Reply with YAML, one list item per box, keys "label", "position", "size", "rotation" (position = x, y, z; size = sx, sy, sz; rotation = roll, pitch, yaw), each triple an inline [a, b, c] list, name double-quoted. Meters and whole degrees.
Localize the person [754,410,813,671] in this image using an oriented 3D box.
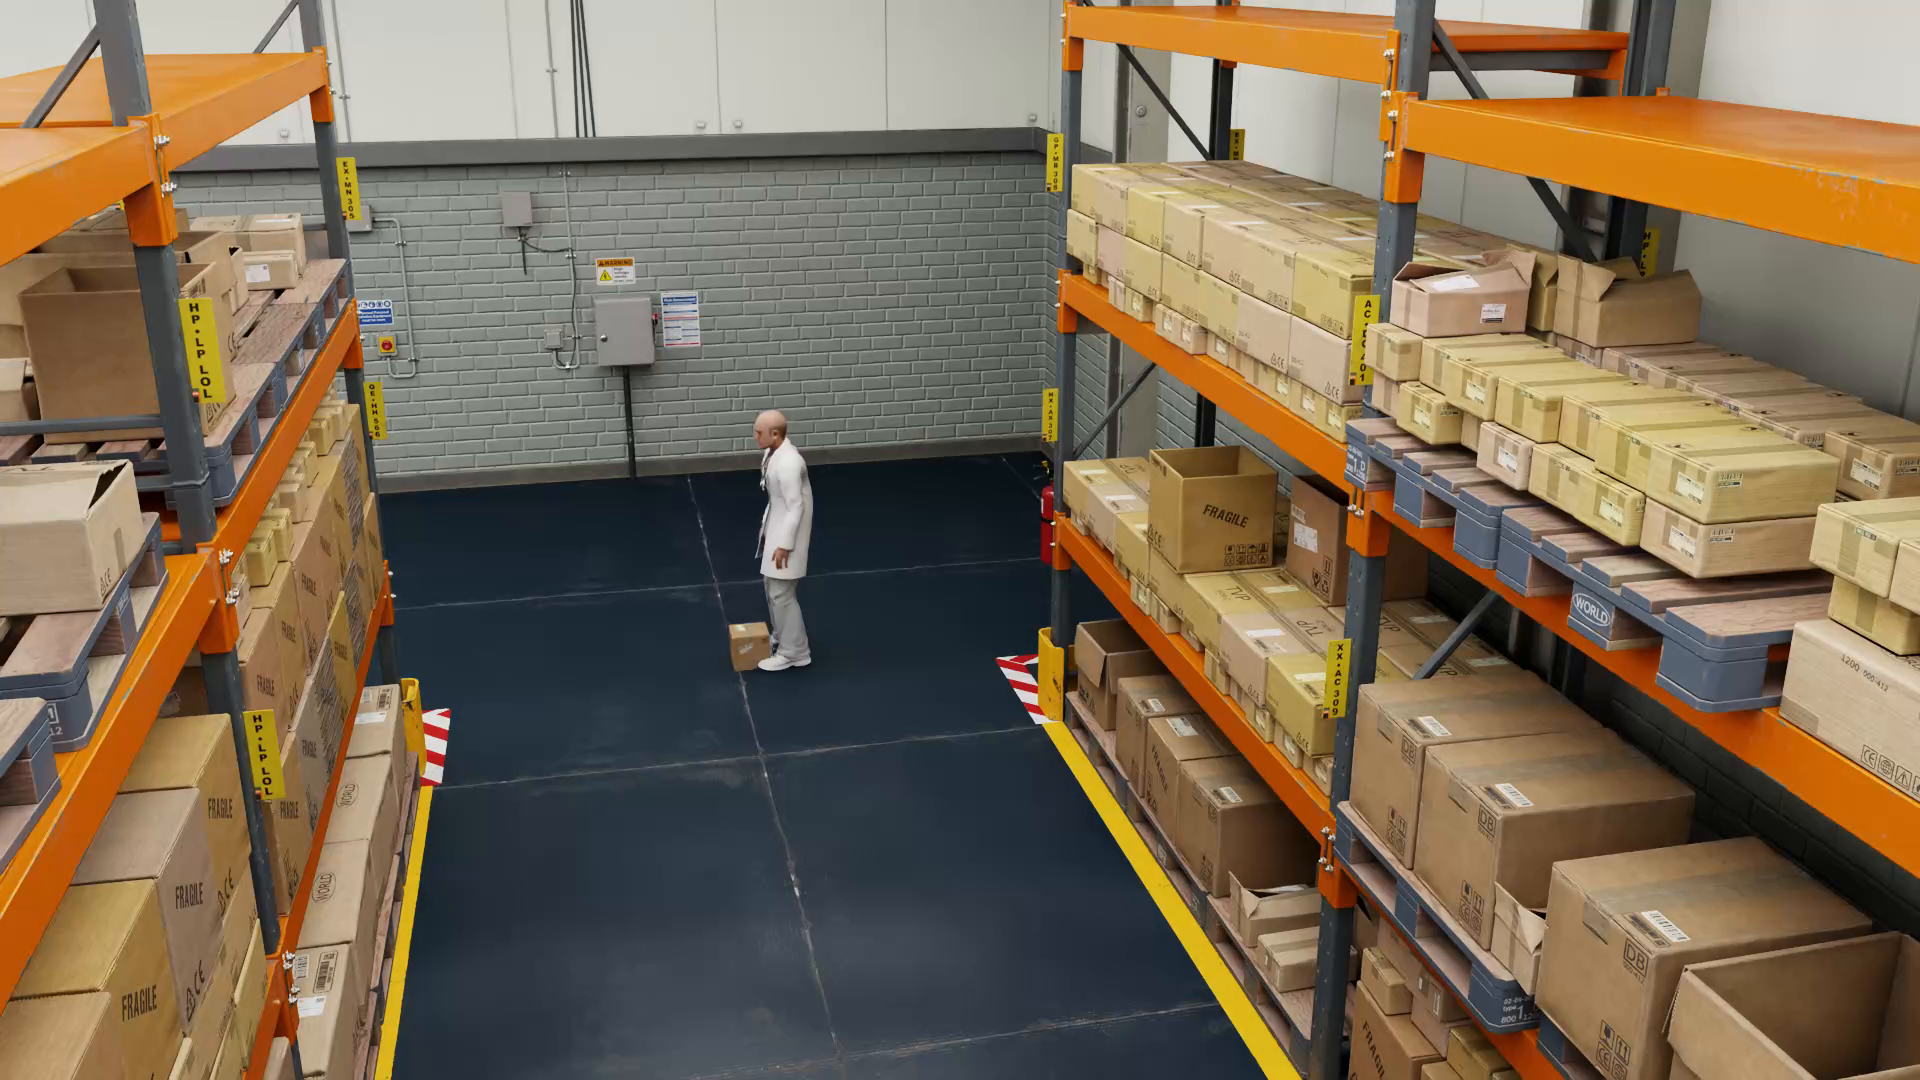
- label: "person"
  position: [-1.197, -0.018, 11.135]
  size: [0.426, 1.769, 0.622]
  rotation: [-5, 20, -14]
